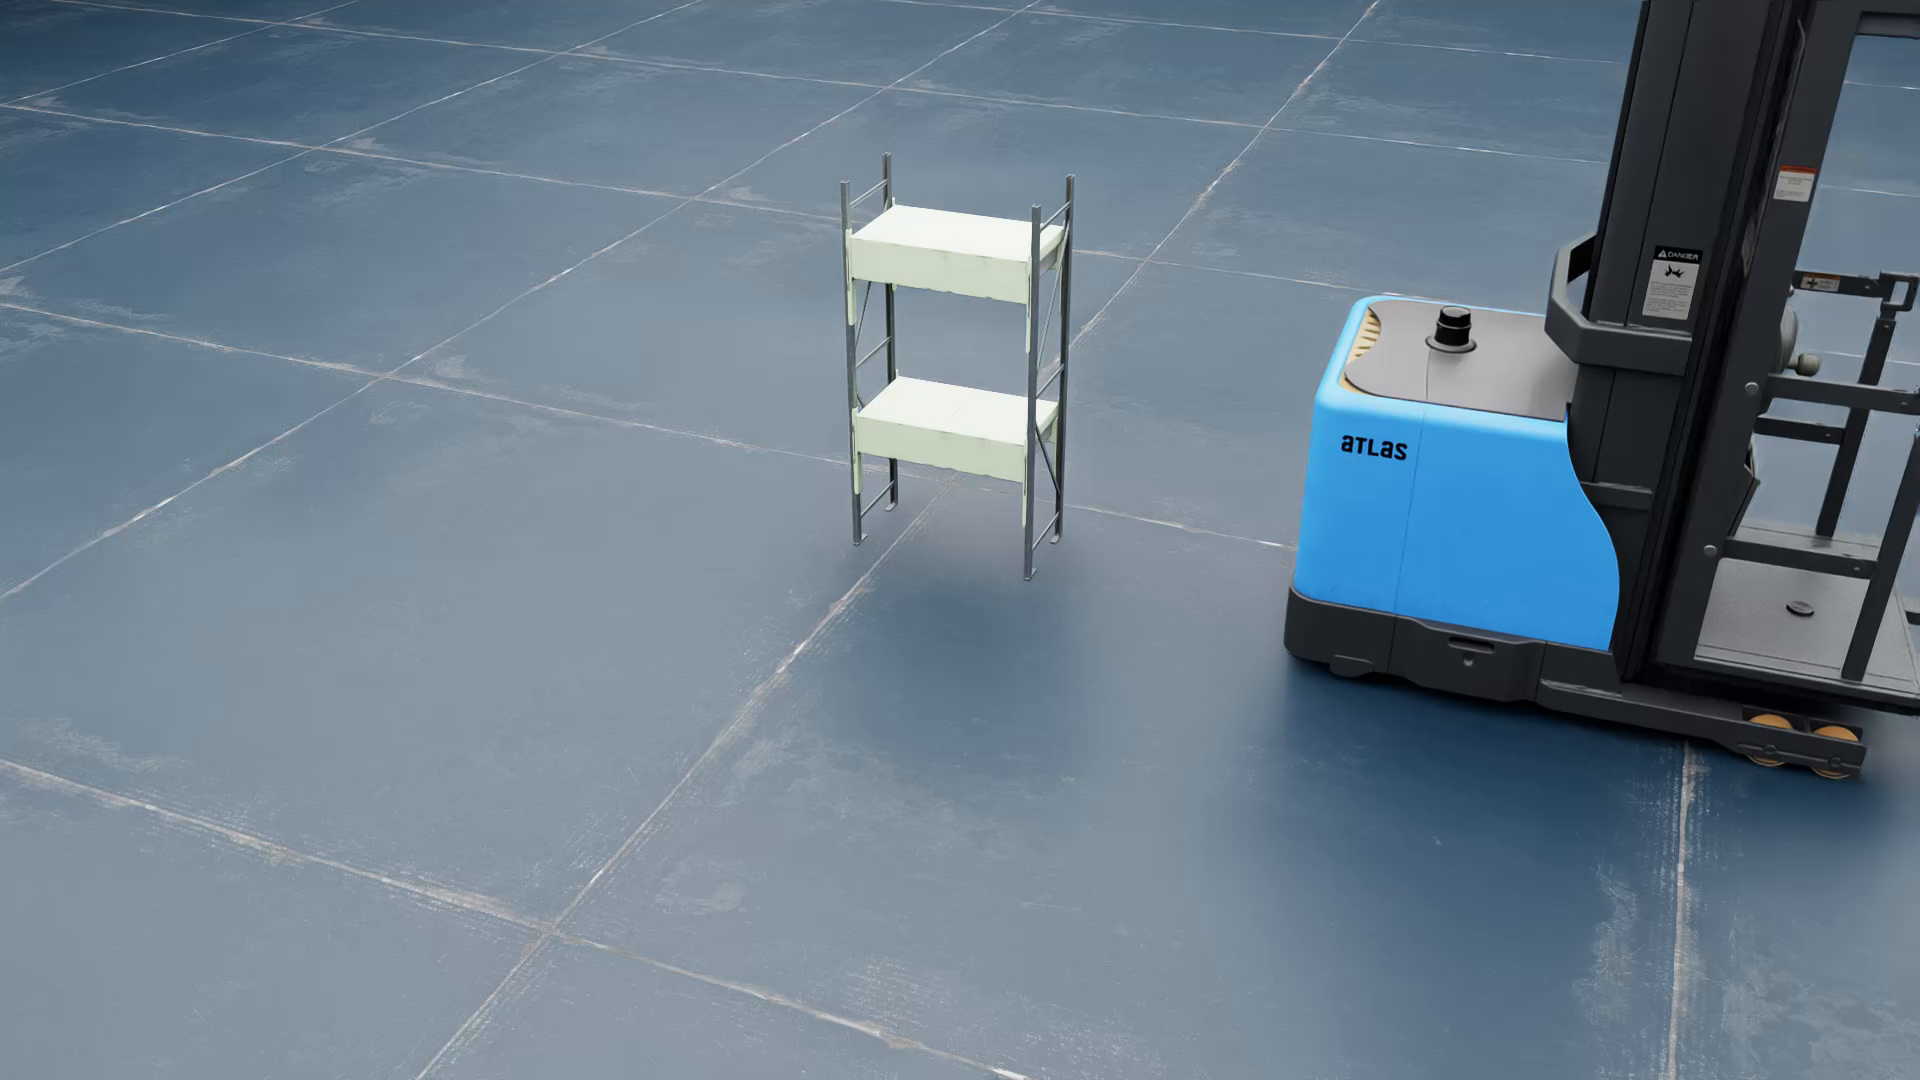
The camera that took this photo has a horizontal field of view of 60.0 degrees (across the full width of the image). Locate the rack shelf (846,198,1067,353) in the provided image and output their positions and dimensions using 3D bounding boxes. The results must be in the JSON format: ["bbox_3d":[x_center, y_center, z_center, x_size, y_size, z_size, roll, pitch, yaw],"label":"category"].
[{"bbox_3d":[-0.006,-0.994,6.191,0.720,0.370,0.431,11,31,19],"label":"rack shelf"}]

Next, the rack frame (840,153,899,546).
[{"bbox_3d":[-0.345,-0.722,6.503,0.023,1.500,0.400,11,31,19],"label":"rack frame"}]

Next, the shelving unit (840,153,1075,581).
[{"bbox_3d":[-0.006,-0.654,6.383,0.755,1.500,0.431,11,31,19],"label":"shelving unit"}]

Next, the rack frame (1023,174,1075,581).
[{"bbox_3d":[0.333,-0.586,6.263,0.023,1.500,0.400,11,31,19],"label":"rack frame"}]

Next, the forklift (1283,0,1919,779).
[{"bbox_3d":[2.731,-0.799,5.186,3.031,2.935,1.130,10,31,17],"label":"forklift"}]

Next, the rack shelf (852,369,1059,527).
[{"bbox_3d":[-0.006,-0.370,6.544,0.720,0.370,0.431,11,31,19],"label":"rack shelf"}]
